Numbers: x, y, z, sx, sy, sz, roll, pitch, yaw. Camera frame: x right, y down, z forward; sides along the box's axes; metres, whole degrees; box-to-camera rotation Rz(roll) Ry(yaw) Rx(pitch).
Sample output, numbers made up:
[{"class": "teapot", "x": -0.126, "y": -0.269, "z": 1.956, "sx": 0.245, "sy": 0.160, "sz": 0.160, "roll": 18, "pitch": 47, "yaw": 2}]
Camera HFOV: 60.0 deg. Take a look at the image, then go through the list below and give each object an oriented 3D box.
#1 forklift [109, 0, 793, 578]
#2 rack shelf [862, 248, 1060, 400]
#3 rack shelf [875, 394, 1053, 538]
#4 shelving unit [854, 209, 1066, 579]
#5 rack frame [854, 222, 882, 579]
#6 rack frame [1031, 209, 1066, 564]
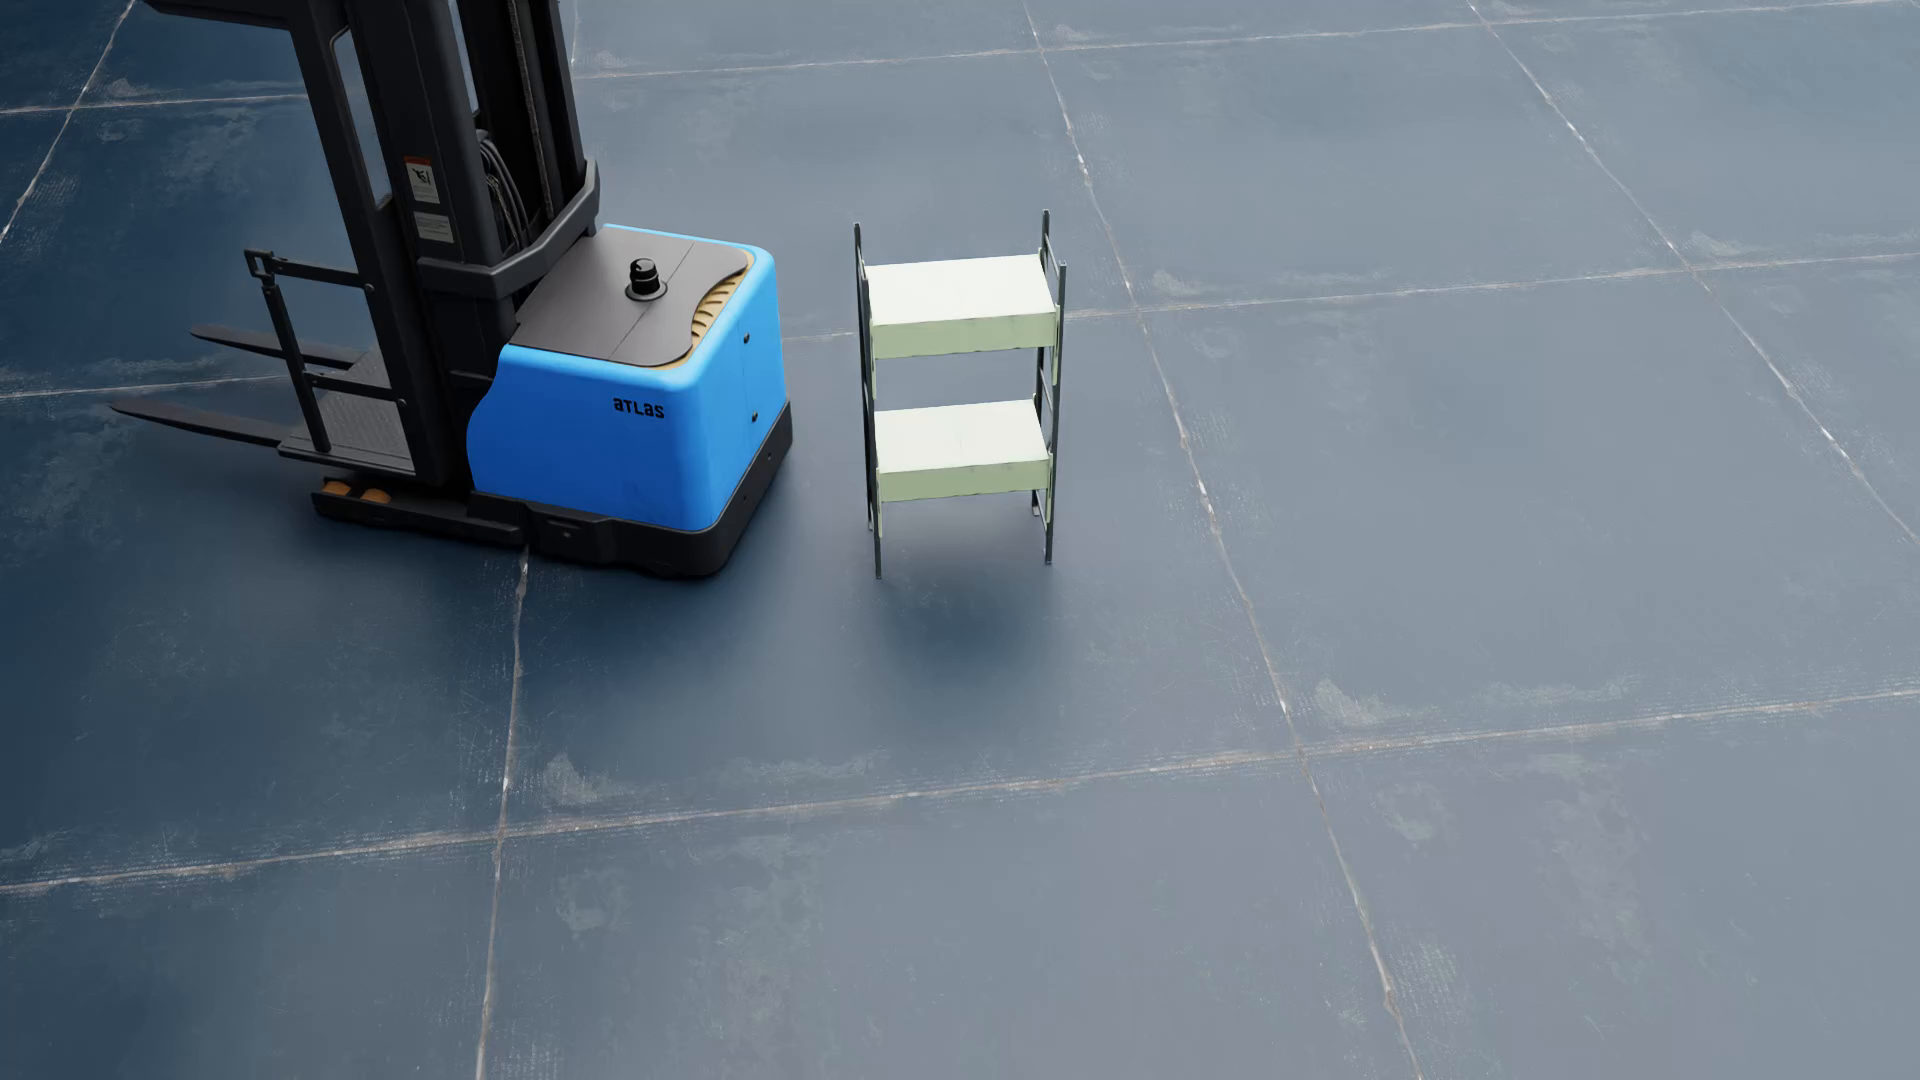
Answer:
[{"class": "forklift", "x": -2.343, "y": -1.478, "z": 6.700, "sx": 3.031, "sy": 2.935, "sz": 1.130, "roll": 11, "pitch": 43, "yaw": 11}, {"class": "rack shelf", "x": -0.007, "y": -0.846, "z": 6.486, "sx": 0.720, "sy": 0.370, "sz": 0.431, "roll": -5, "pitch": 42, "yaw": -6}, {"class": "rack shelf", "x": -0.007, "y": -0.314, "z": 6.965, "sx": 0.720, "sy": 0.370, "sz": 0.431, "roll": -5, "pitch": 42, "yaw": -6}, {"class": "shelving unit", "x": -0.007, "y": -0.556, "z": 6.747, "sx": 0.755, "sy": 1.500, "sz": 0.431, "roll": -5, "pitch": 42, "yaw": -6}, {"class": "rack frame", "x": -0.370, "y": -0.525, "z": 6.712, "sx": 0.023, "sy": 1.500, "sz": 0.400, "roll": -5, "pitch": 42, "yaw": -6}, {"class": "rack frame", "x": 0.356, "y": -0.588, "z": 6.782, "sx": 0.023, "sy": 1.500, "sz": 0.400, "roll": -5, "pitch": 42, "yaw": -6}]
